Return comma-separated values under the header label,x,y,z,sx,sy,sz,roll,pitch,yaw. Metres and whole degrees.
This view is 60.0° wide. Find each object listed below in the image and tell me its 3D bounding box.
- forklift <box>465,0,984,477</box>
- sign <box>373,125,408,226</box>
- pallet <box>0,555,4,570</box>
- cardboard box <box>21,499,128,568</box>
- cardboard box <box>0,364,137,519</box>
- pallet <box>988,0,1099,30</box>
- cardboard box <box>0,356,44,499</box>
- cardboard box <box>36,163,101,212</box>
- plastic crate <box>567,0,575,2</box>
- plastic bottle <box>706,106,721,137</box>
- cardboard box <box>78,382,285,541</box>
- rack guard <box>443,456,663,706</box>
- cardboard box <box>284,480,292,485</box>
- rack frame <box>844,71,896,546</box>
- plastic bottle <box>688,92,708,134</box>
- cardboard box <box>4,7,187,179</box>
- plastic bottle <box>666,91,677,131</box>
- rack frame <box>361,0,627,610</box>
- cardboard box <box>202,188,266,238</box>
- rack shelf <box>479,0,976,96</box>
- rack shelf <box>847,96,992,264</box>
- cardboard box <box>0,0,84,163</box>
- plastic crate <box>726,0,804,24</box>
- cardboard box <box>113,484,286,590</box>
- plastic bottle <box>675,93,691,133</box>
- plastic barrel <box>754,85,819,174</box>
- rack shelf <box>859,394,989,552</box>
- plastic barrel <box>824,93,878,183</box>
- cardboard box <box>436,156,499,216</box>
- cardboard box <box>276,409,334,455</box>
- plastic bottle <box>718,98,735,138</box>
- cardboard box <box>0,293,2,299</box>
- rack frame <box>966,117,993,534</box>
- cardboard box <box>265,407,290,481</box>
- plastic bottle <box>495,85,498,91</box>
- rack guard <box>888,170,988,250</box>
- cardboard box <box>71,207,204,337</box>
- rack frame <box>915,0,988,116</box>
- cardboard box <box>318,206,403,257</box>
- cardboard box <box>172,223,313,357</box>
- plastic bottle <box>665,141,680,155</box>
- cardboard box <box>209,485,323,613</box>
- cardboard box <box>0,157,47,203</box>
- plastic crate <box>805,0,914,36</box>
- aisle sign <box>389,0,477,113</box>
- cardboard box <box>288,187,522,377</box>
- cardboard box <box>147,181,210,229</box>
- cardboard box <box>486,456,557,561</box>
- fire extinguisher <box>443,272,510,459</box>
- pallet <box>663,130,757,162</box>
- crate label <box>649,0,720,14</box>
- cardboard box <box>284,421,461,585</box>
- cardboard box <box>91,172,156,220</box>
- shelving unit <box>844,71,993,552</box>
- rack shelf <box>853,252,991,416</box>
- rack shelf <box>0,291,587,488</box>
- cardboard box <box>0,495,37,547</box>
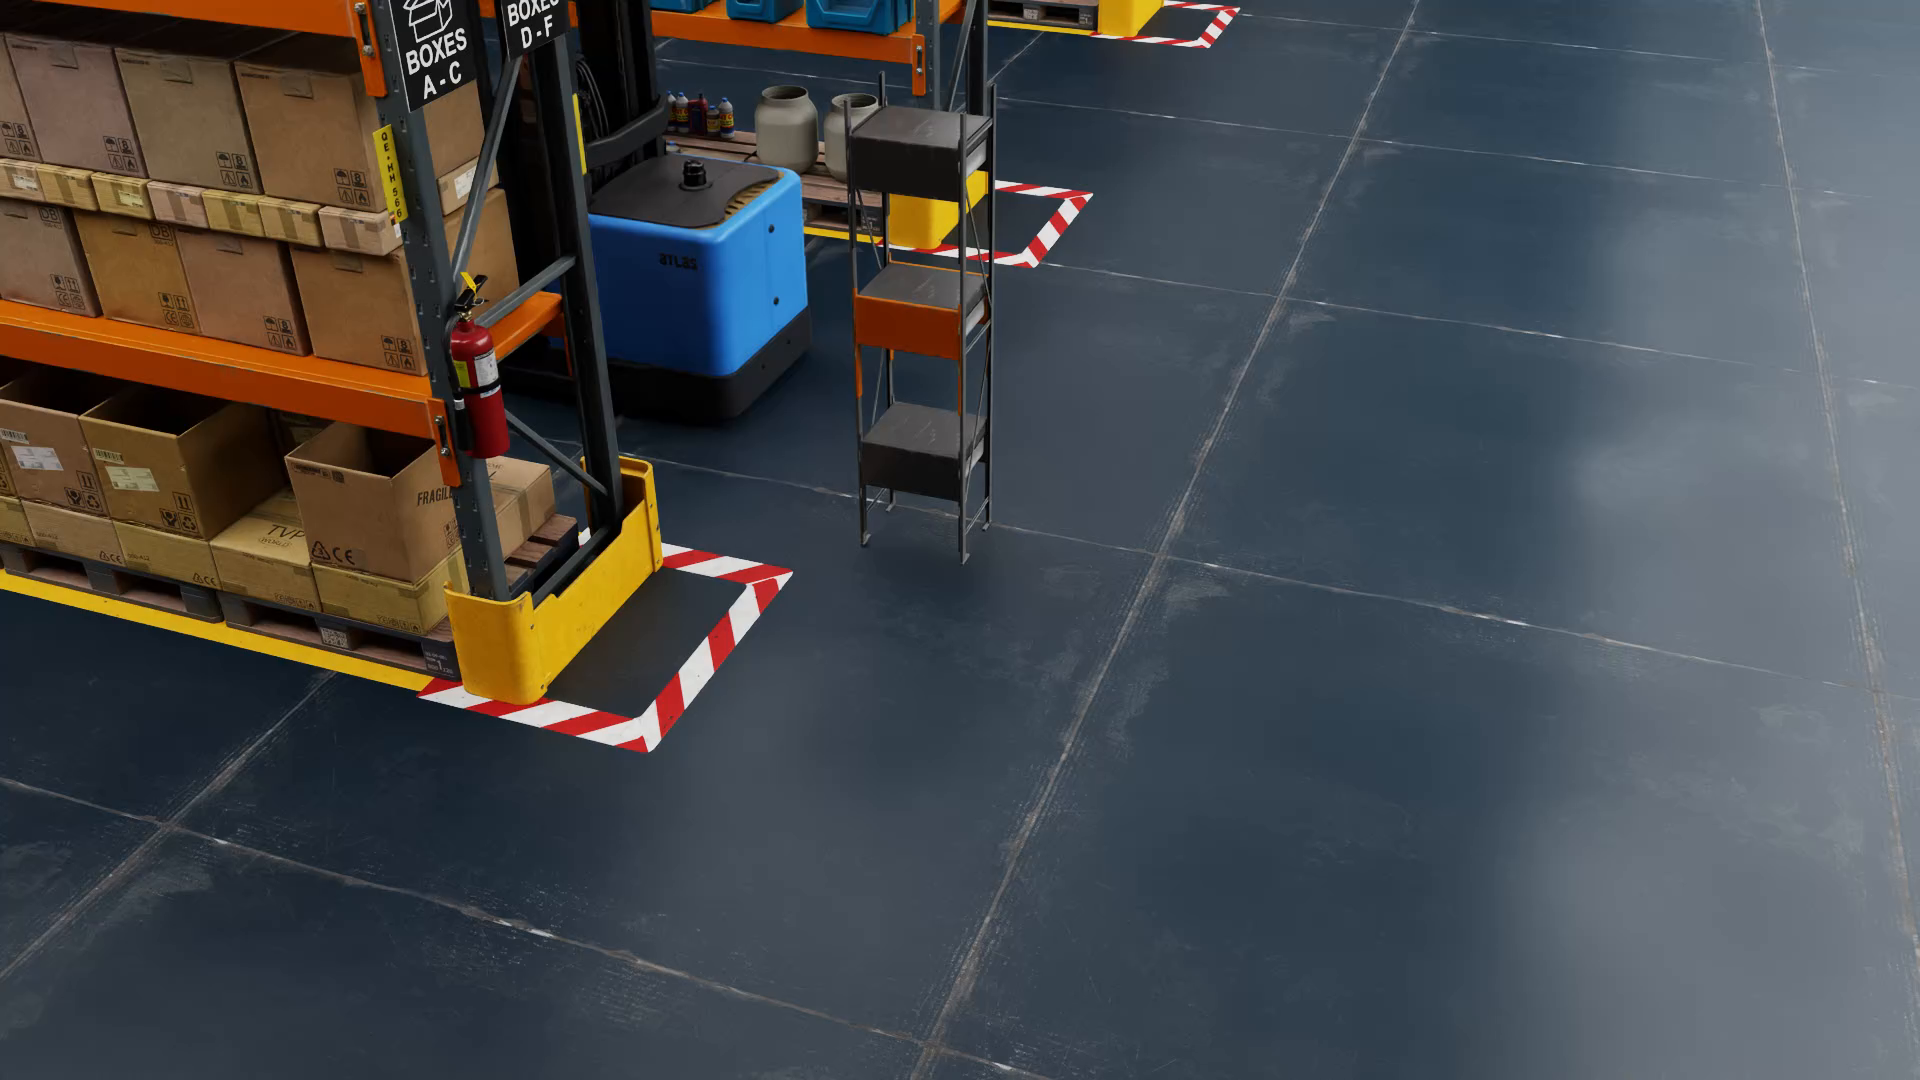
label,x,y,z,sx,sy,sz,roll,pitch,yaw
forklift,-1.809,-2.025,8.184,4.545,2.935,1.782,12,35,18
sign,-1.914,-1.227,5.599,0.005,0.325,0.100,11,34,16
pallet,-4.749,-0.309,8.034,1.213,0.211,1.003,11,34,16
cardboard box,-3.739,-0.152,7.368,0.500,0.250,0.500,11,34,16
cardboard box,-3.740,-0.466,7.162,0.500,0.500,0.500,11,34,16
pallet,0.803,-4.982,15.272,1.213,0.211,1.003,11,34,16
cardboard box,-4.211,-0.556,7.302,0.500,0.500,0.500,11,34,16
cardboard box,-3.361,-1.439,6.523,0.250,0.149,0.380,12,35,18
plastic crate,-2.626,-3.694,10.902,0.662,0.188,0.450,11,34,16
plastic bottle,-1.743,-2.963,11.748,0.097,0.201,0.097,0,33,0
cardboard box,-3.270,-0.373,7.019,0.500,0.500,0.500,11,34,16
rack guard,-1.695,0.139,7.074,0.348,0.500,1.175,11,34,16
cardboard box,-3.090,-0.330,7.643,0.500,0.250,0.500,11,34,16
rack frame,-0.386,-0.957,7.297,0.015,2.100,0.400,11,34,16
plastic bottle,-1.852,-3.029,11.775,0.133,0.283,0.061,12,35,17
cardboard box,-3.175,-1.789,6.468,0.500,0.500,0.700,11,34,17
plastic bottle,-2.062,-3.054,11.825,0.097,0.271,0.097,0,33,0
rack frame,-1.718,-0.915,6.402,0.127,3.000,1.000,11,34,16
cardboard box,-2.630,-1.296,6.302,0.250,0.149,0.380,11,34,16
rack shelf,-1.926,-3.508,11.081,4.000,0.370,1.077,11,34,16
rack shelf,-0.156,-1.489,6.855,0.480,0.518,0.431,11,34,16
cardboard box,-3.646,-1.881,6.610,0.500,0.500,0.700,11,34,17
plastic crate,-1.225,-3.442,10.453,0.408,0.251,0.499,11,34,16
cardboard box,-3.269,-0.060,7.225,0.500,0.250,0.500,11,34,16
plastic bottle,-1.968,-3.036,11.797,0.097,0.271,0.097,0,33,0
plastic barrel,-1.161,-2.748,11.148,0.421,0.512,0.421,0,33,0
rack shelf,-0.156,-0.313,7.614,0.480,0.518,0.431,11,34,16
plastic barrel,-0.689,-2.657,11.006,0.421,0.512,0.421,0,33,0
cardboard box,-2.015,-1.412,6.481,0.250,0.149,0.380,11,34,16
cardboard box,-2.619,-0.554,7.299,0.500,0.500,0.500,11,34,16
plastic bottle,-1.645,-2.973,11.700,0.097,0.271,0.097,0,33,0
cardboard box,-4.094,-1.424,7.099,0.500,0.500,0.700,12,35,17
rack frame,0.074,-0.868,7.159,0.006,1.831,0.380,11,34,16
cardboard box,-3.094,-0.639,7.431,0.500,0.500,0.500,11,34,16
plastic bottle,-3.362,-3.278,12.236,0.097,0.201,0.097,0,33,0
rack guard,-0.131,-2.384,10.981,0.348,0.500,1.175,11,34,16
cardboard box,-3.115,-1.237,6.808,0.500,0.500,0.700,11,35,17
rack frame,-0.043,-3.444,10.319,0.127,3.000,1.000,11,34,16
cardboard box,-2.142,-1.203,6.157,0.250,0.149,0.380,10,34,16
cardboard box,-4.772,-1.144,7.438,4.930,1.340,1.023,12,35,18
plastic bottle,-1.920,-2.565,11.132,0.097,0.201,0.097,0,33,0
cardboard box,-2.797,0.031,7.085,0.500,0.250,0.500,11,34,16
cardboard box,-3.603,-1.485,6.595,0.250,0.149,0.380,11,34,16
plastic crate,-0.616,-3.320,10.264,0.616,0.251,0.499,11,34,16
aisle sign,-1.755,-1.846,5.446,0.004,0.787,0.394,11,34,16
cardboard box,-2.153,-1.049,6.518,0.500,0.500,0.700,11,34,16
cardboard box,-2.866,-1.344,6.375,0.250,0.149,0.380,11,35,17
cardboard box,-2.148,-0.148,7.362,0.500,0.250,0.500,11,34,16
fire extinguisher,-1.763,-0.624,6.022,0.183,0.674,0.296,11,34,16
pallet,-2.038,-2.638,11.641,1.213,0.211,1.003,11,34,16
crate label,-1.867,-3.658,10.617,0.616,0.435,0.502,11,34,16
cardboard box,-2.323,-0.198,6.748,0.500,0.500,0.500,11,34,16
cardboard box,-3.113,-1.391,6.449,0.250,0.149,0.380,12,35,18
shelving unit,-0.158,-0.913,7.228,0.499,2.100,0.431,11,34,16
rack shelf,-0.156,-0.901,7.235,0.480,0.518,0.431,11,34,16
rack shelf,-3.601,-0.979,7.164,4.000,0.370,1.077,11,34,16
cardboard box,-4.211,-0.241,7.505,0.500,0.250,0.500,11,34,16
